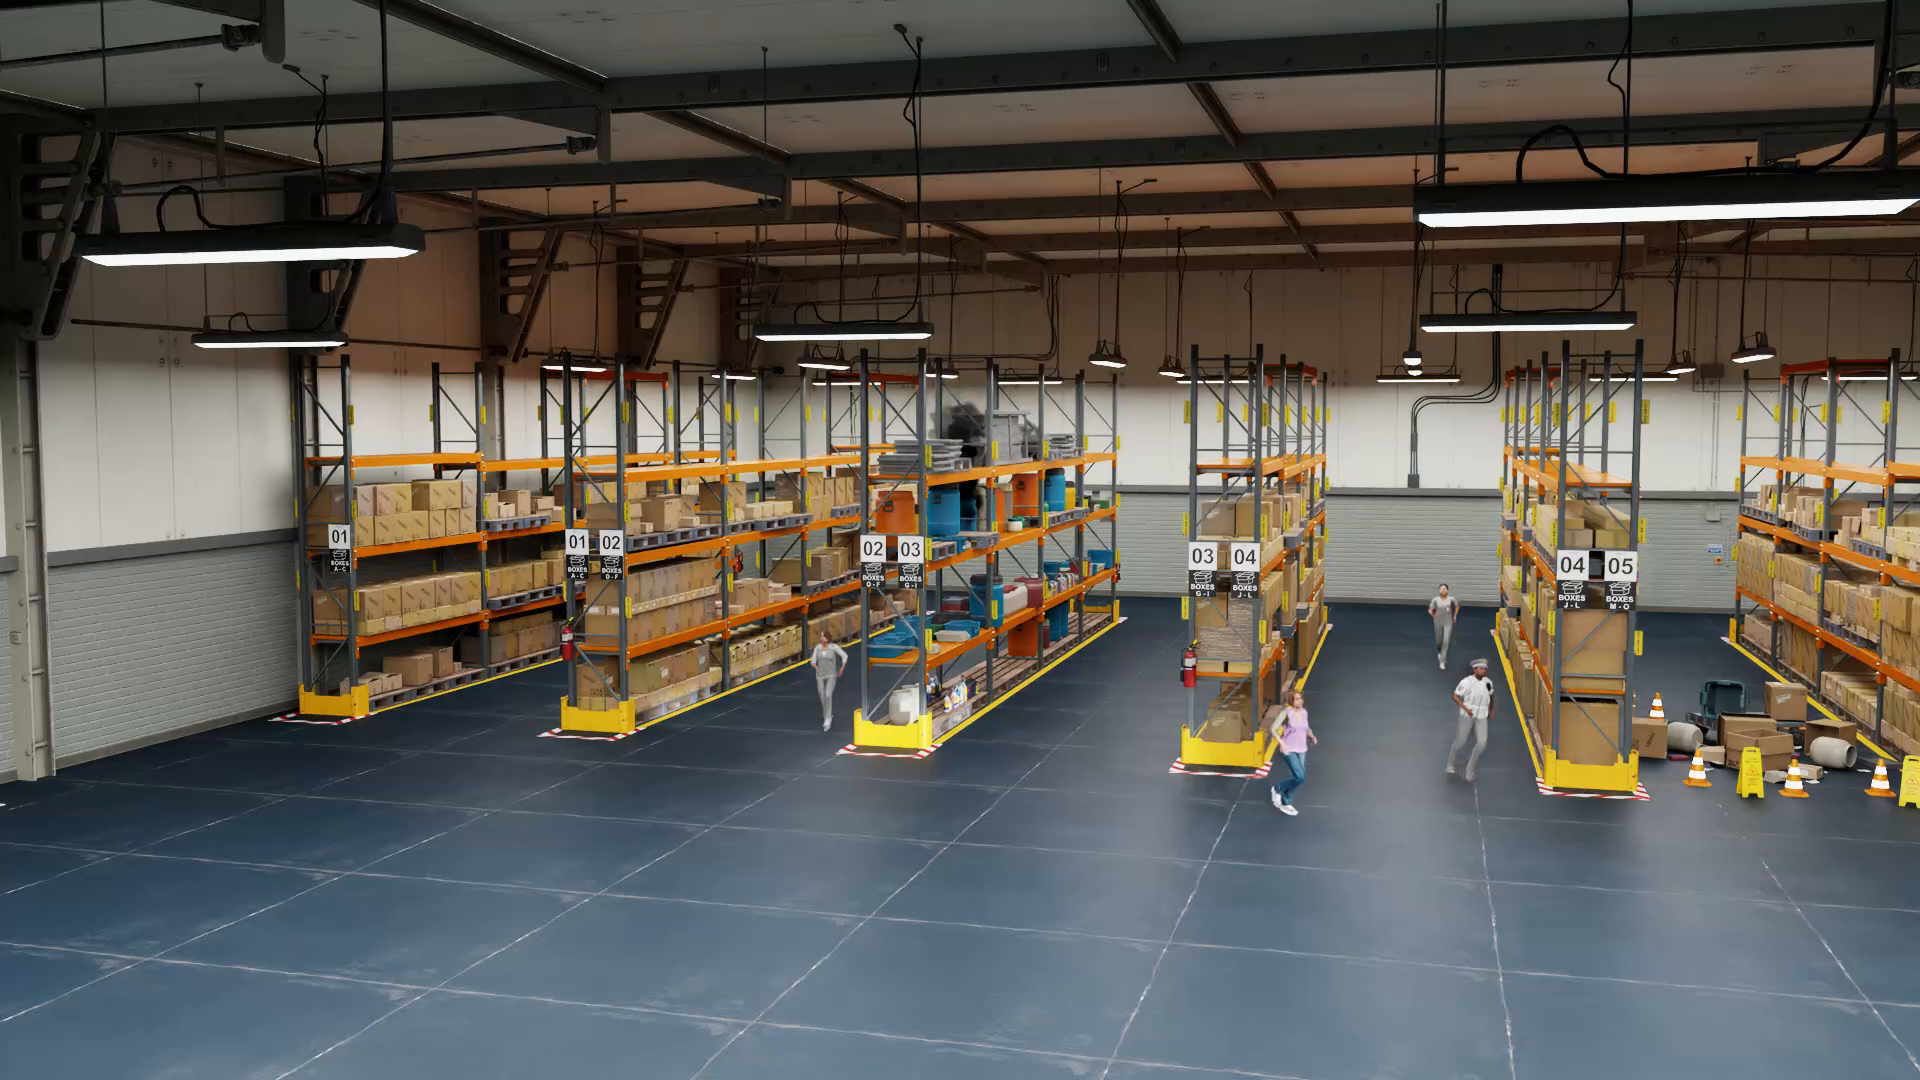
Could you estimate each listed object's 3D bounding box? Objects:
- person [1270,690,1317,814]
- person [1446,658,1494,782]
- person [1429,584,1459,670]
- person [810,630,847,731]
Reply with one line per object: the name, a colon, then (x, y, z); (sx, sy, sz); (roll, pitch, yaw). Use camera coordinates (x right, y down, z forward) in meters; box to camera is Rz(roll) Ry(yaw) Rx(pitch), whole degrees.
person: (4.210, 2.660, 20.847); (0.523, 1.560, 0.549); (-3, 5, -32)
person: (7.090, 2.466, 22.932); (0.659, 1.703, 0.671); (0, 4, -1)
person: (9.623, 1.697, 33.102); (0.580, 1.669, 0.937); (1, 5, 18)
person: (-2.122, 2.231, 26.571); (0.547, 1.600, 0.680); (1, 4, 14)
